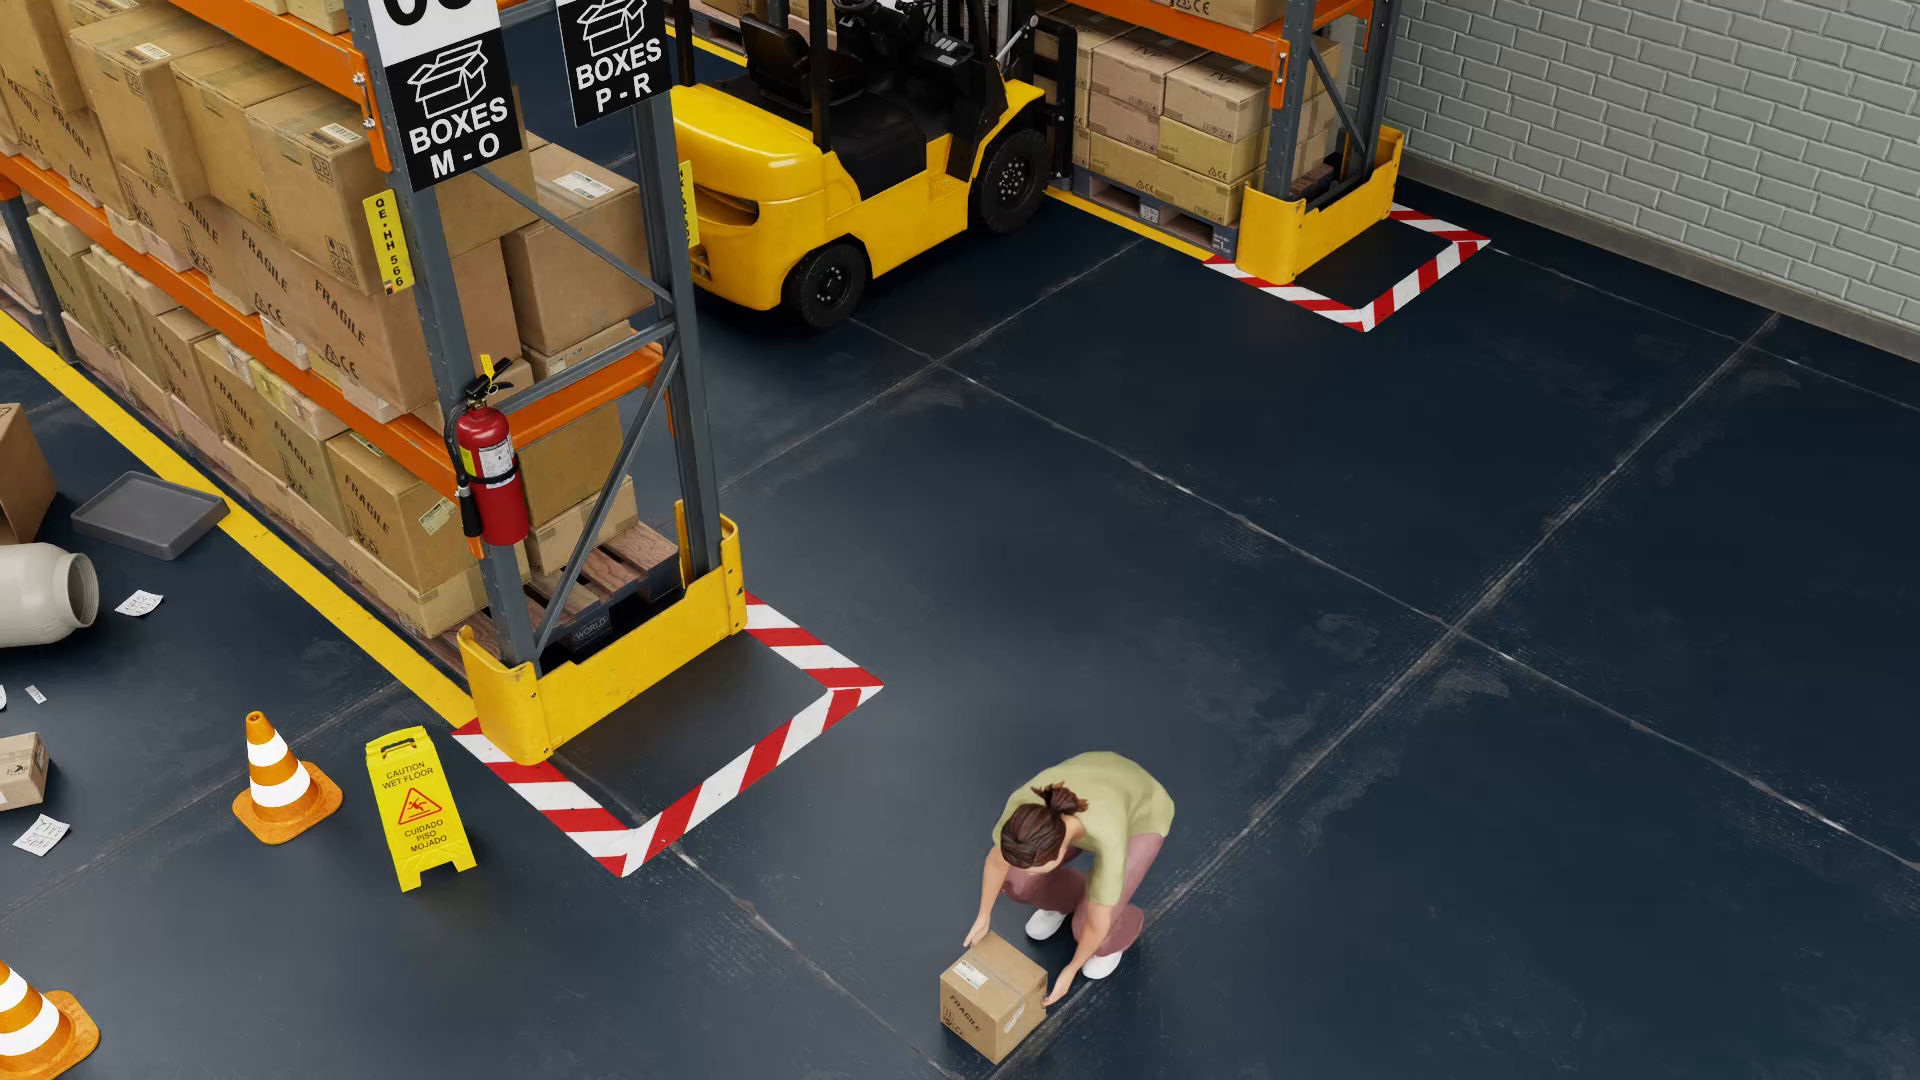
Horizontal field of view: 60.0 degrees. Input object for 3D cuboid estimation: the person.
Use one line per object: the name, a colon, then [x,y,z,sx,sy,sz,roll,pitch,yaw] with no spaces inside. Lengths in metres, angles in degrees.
person: [0.372,1.099,5.443,0.489,0.889,0.800,30,48,31]
